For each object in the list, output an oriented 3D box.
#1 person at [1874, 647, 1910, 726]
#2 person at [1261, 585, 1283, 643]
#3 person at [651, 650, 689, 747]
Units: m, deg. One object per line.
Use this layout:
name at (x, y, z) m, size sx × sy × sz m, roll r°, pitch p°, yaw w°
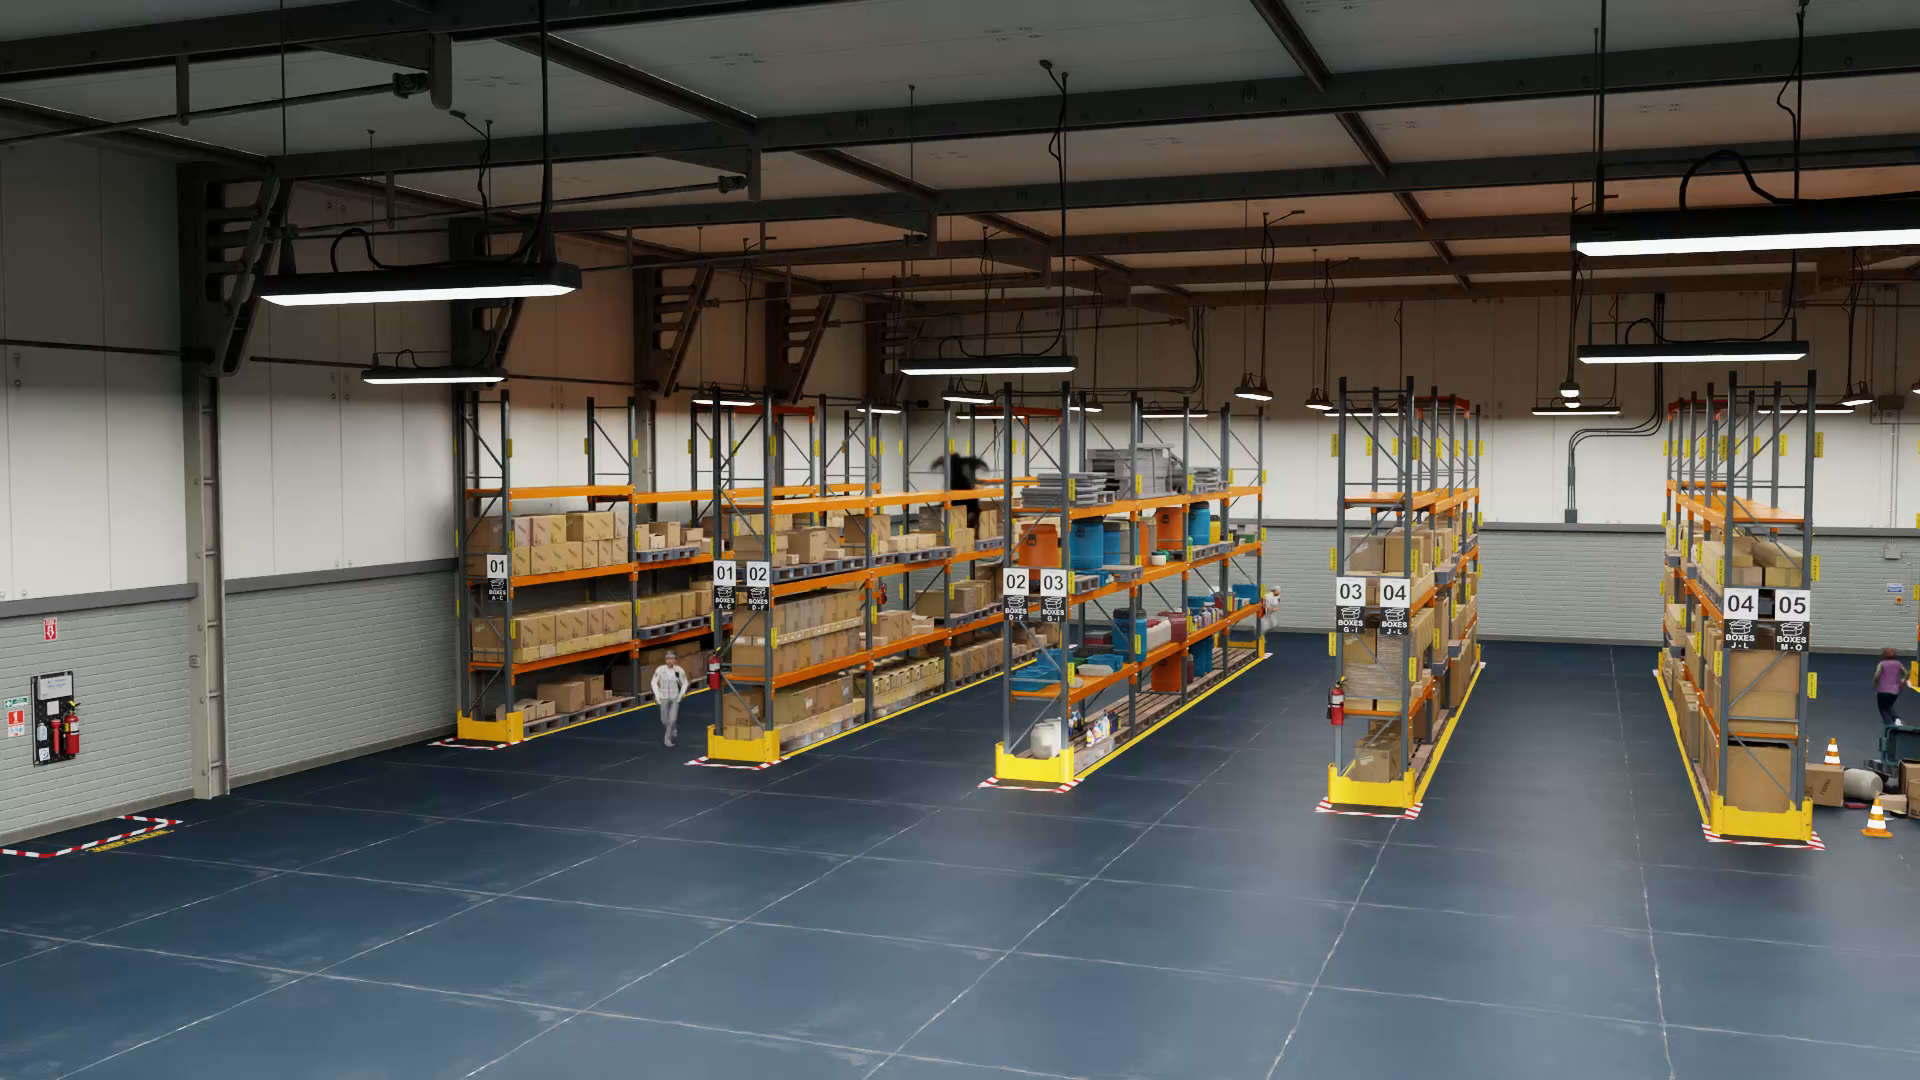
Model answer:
person at (16.123, 2.638, 28.869) m, size 0.544 × 1.566 × 0.530 m, roll 0°, pitch 3°, yaw 5°
person at (8.005, 1.901, 42.783) m, size 0.634 × 1.504 × 0.779 m, roll -3°, pitch 4°, yaw -40°
person at (-4.884, 2.652, 28.027) m, size 0.618 × 1.632 × 0.473 m, roll 0°, pitch 3°, yaw -4°
